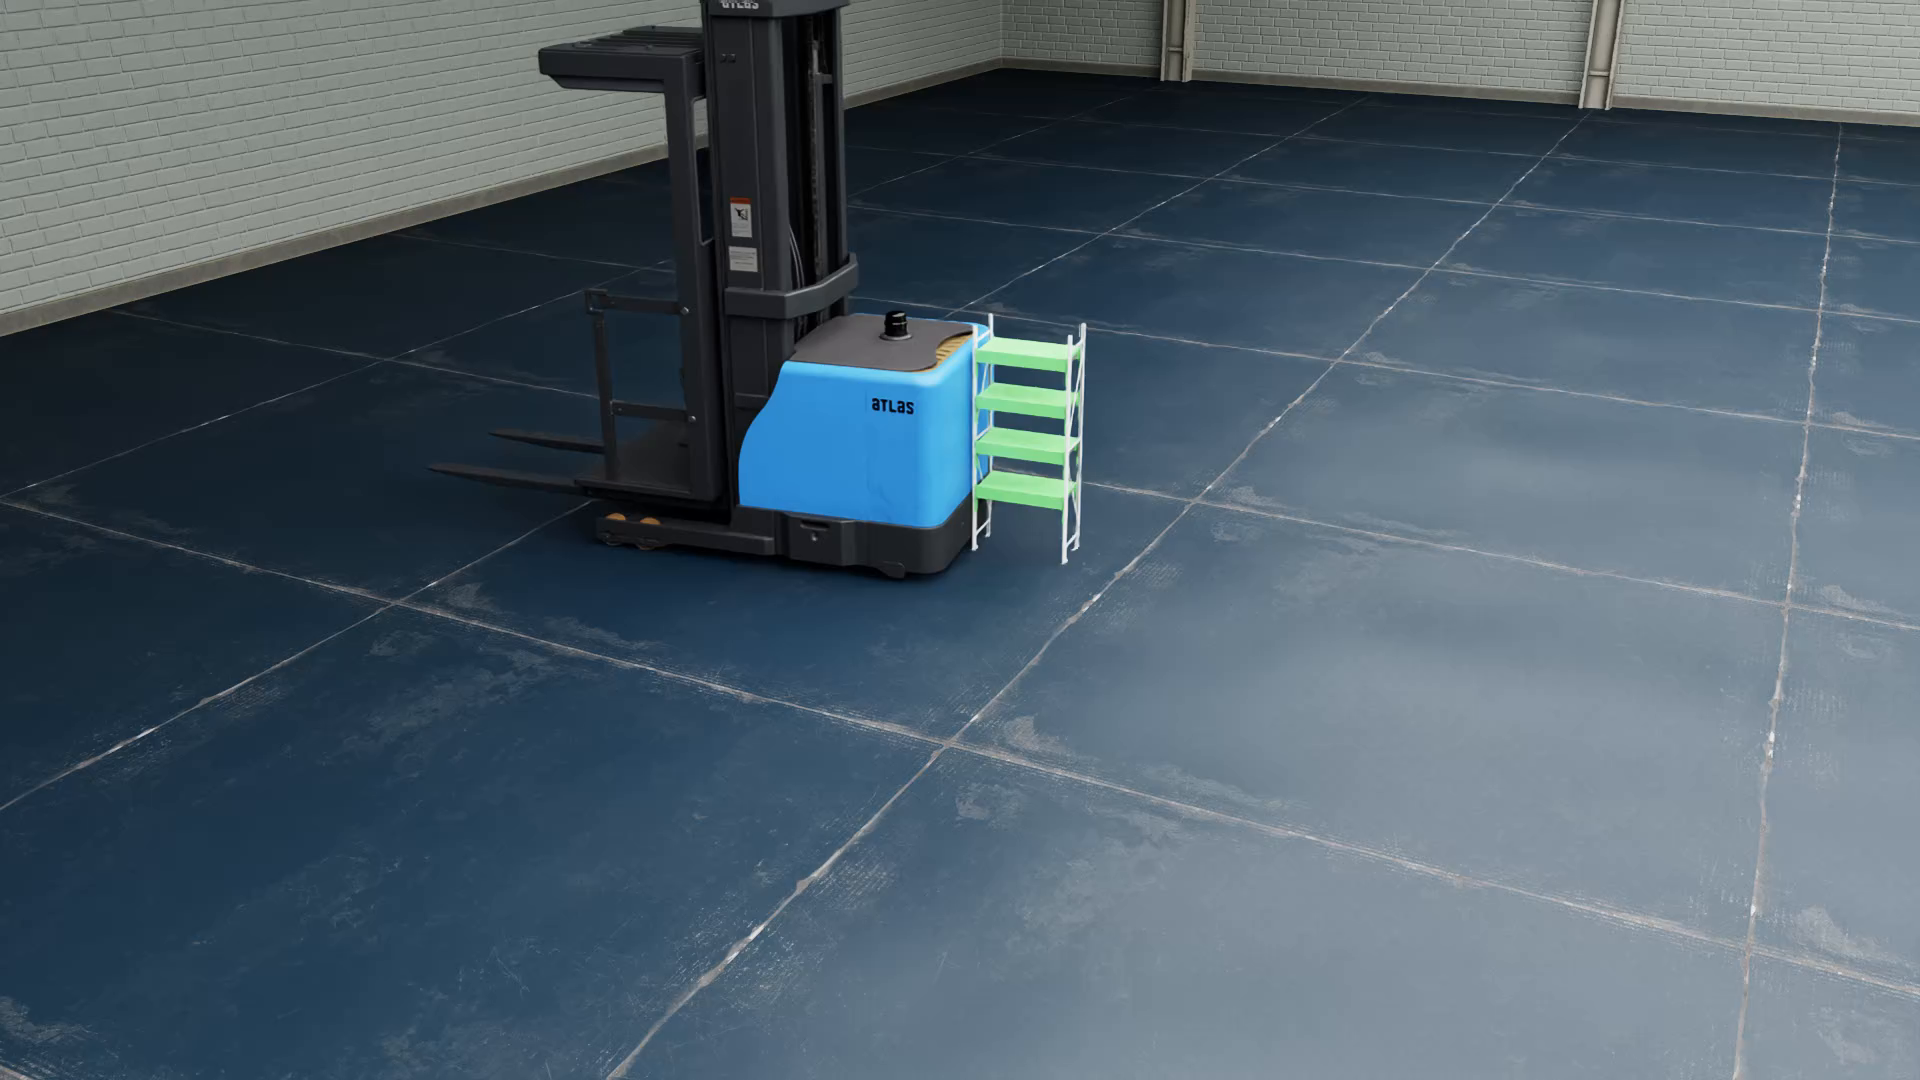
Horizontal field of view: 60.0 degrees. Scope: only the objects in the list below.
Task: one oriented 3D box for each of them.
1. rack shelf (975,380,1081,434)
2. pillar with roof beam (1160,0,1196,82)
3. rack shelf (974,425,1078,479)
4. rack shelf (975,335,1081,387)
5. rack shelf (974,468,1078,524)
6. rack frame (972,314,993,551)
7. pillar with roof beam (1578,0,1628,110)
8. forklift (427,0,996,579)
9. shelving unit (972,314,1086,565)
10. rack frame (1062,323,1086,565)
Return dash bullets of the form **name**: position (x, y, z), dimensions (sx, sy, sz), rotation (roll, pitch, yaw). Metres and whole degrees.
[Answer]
- **rack shelf**: position (0.341, -0.669, 8.339), dimensions (0.480, 0.148, 0.258), rotation (9, 25, 20)
- **pillar with roof beam**: position (1.310, -9.562, 19.735), dimensions (0.400, 9.000, 9.100), rotation (11, 25, 25)
- **rack shelf**: position (0.341, -0.448, 8.433), dimensions (0.480, 0.148, 0.258), rotation (9, 25, 20)
- **rack shelf**: position (0.341, -0.889, 8.245), dimensions (0.480, 0.148, 0.258), rotation (9, 25, 20)
- **rack shelf**: position (0.341, -0.227, 8.527), dimensions (0.480, 0.148, 0.258), rotation (9, 25, 20)
- **rack frame**: position (0.114, -0.541, 8.490), dimensions (0.015, 1.200, 0.240), rotation (9, 25, 20)
- **pillar with roof beam**: position (6.664, -8.502, 17.243), dimensions (0.400, 9.000, 9.100), rotation (11, 25, 25)
- **forklift**: position (-1.382, -1.482, 8.491), dimensions (3.031, 2.935, 1.130), rotation (7, 24, 16)
- **shelving unit**: position (0.341, -0.507, 8.408), dimensions (0.503, 1.200, 0.258), rotation (9, 25, 20)
- **rack frame**: position (0.569, -0.472, 8.327), dimensions (0.015, 1.200, 0.240), rotation (9, 25, 20)
